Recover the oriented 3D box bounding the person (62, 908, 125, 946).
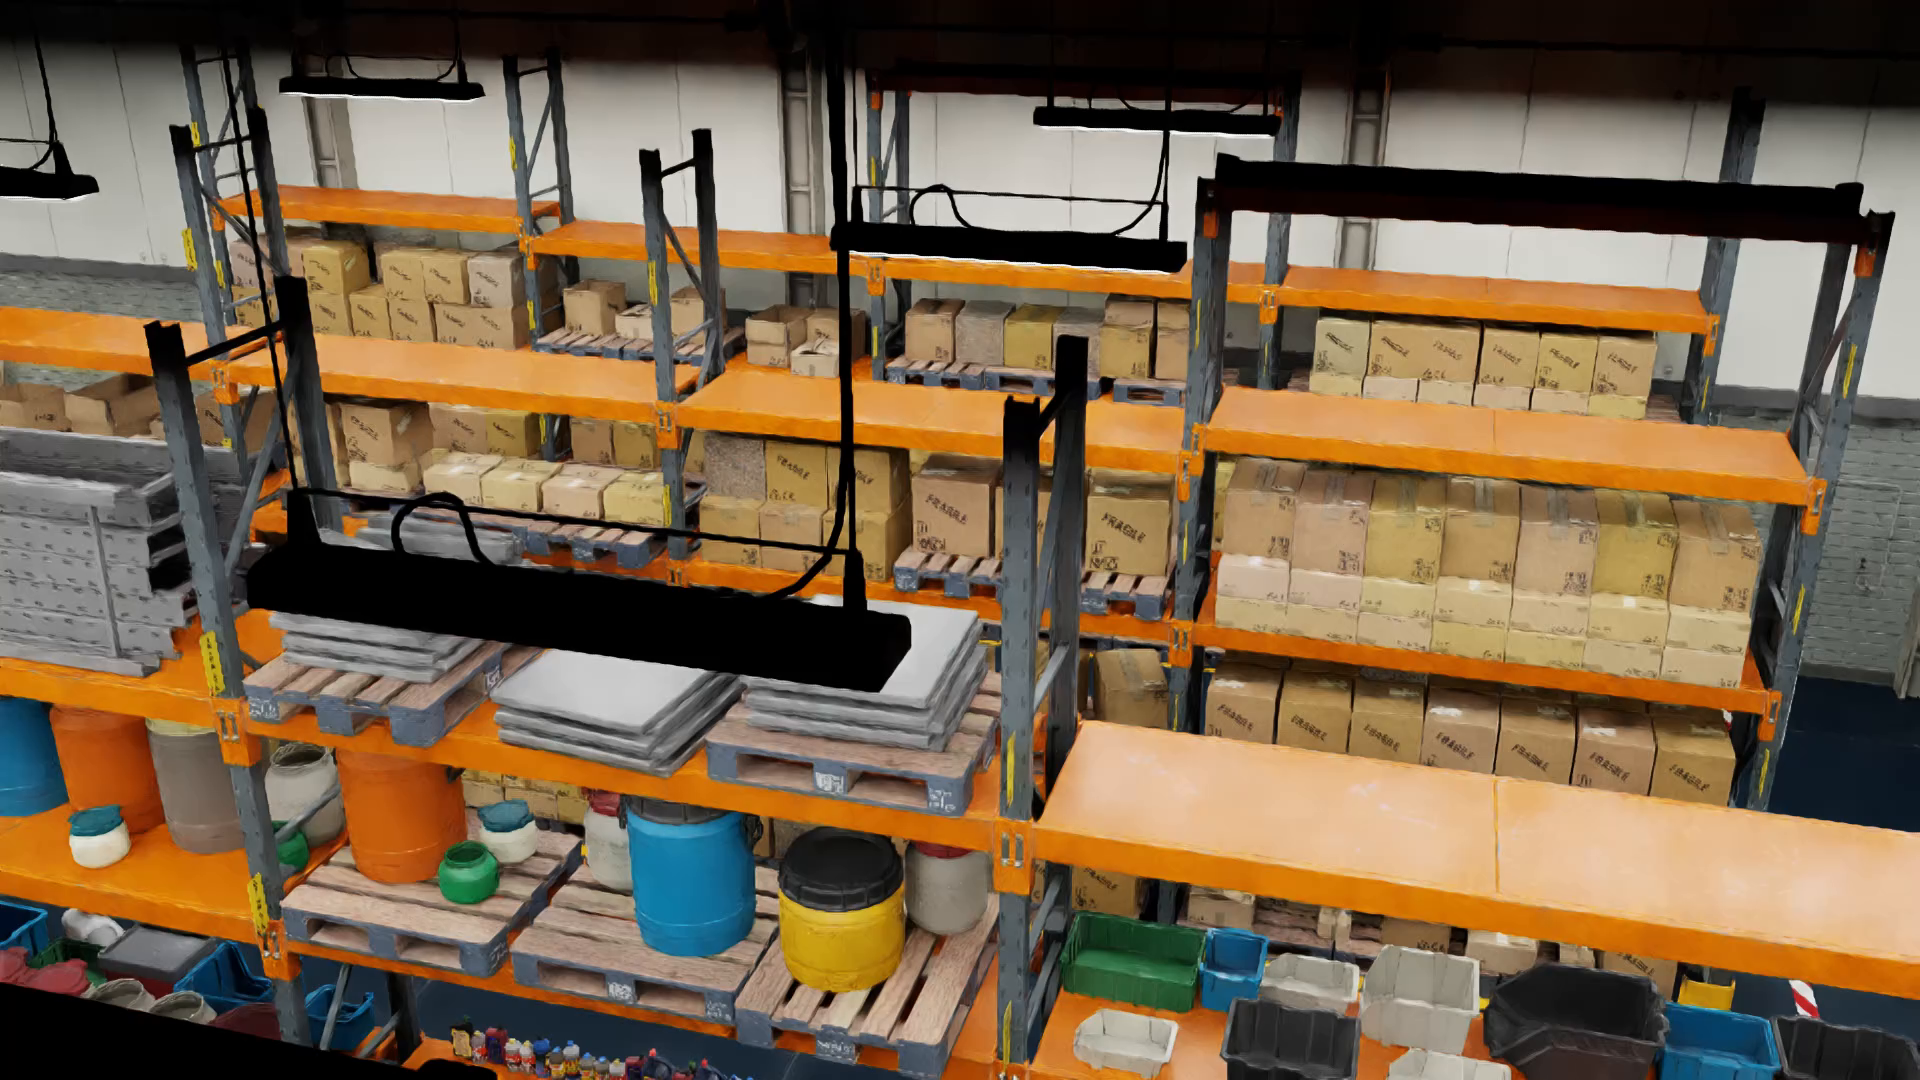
[{"bbox_3d":[-5.656,3.006,11.180,0.661,1.786,0.589,15,27,31],"label":"person"}]
